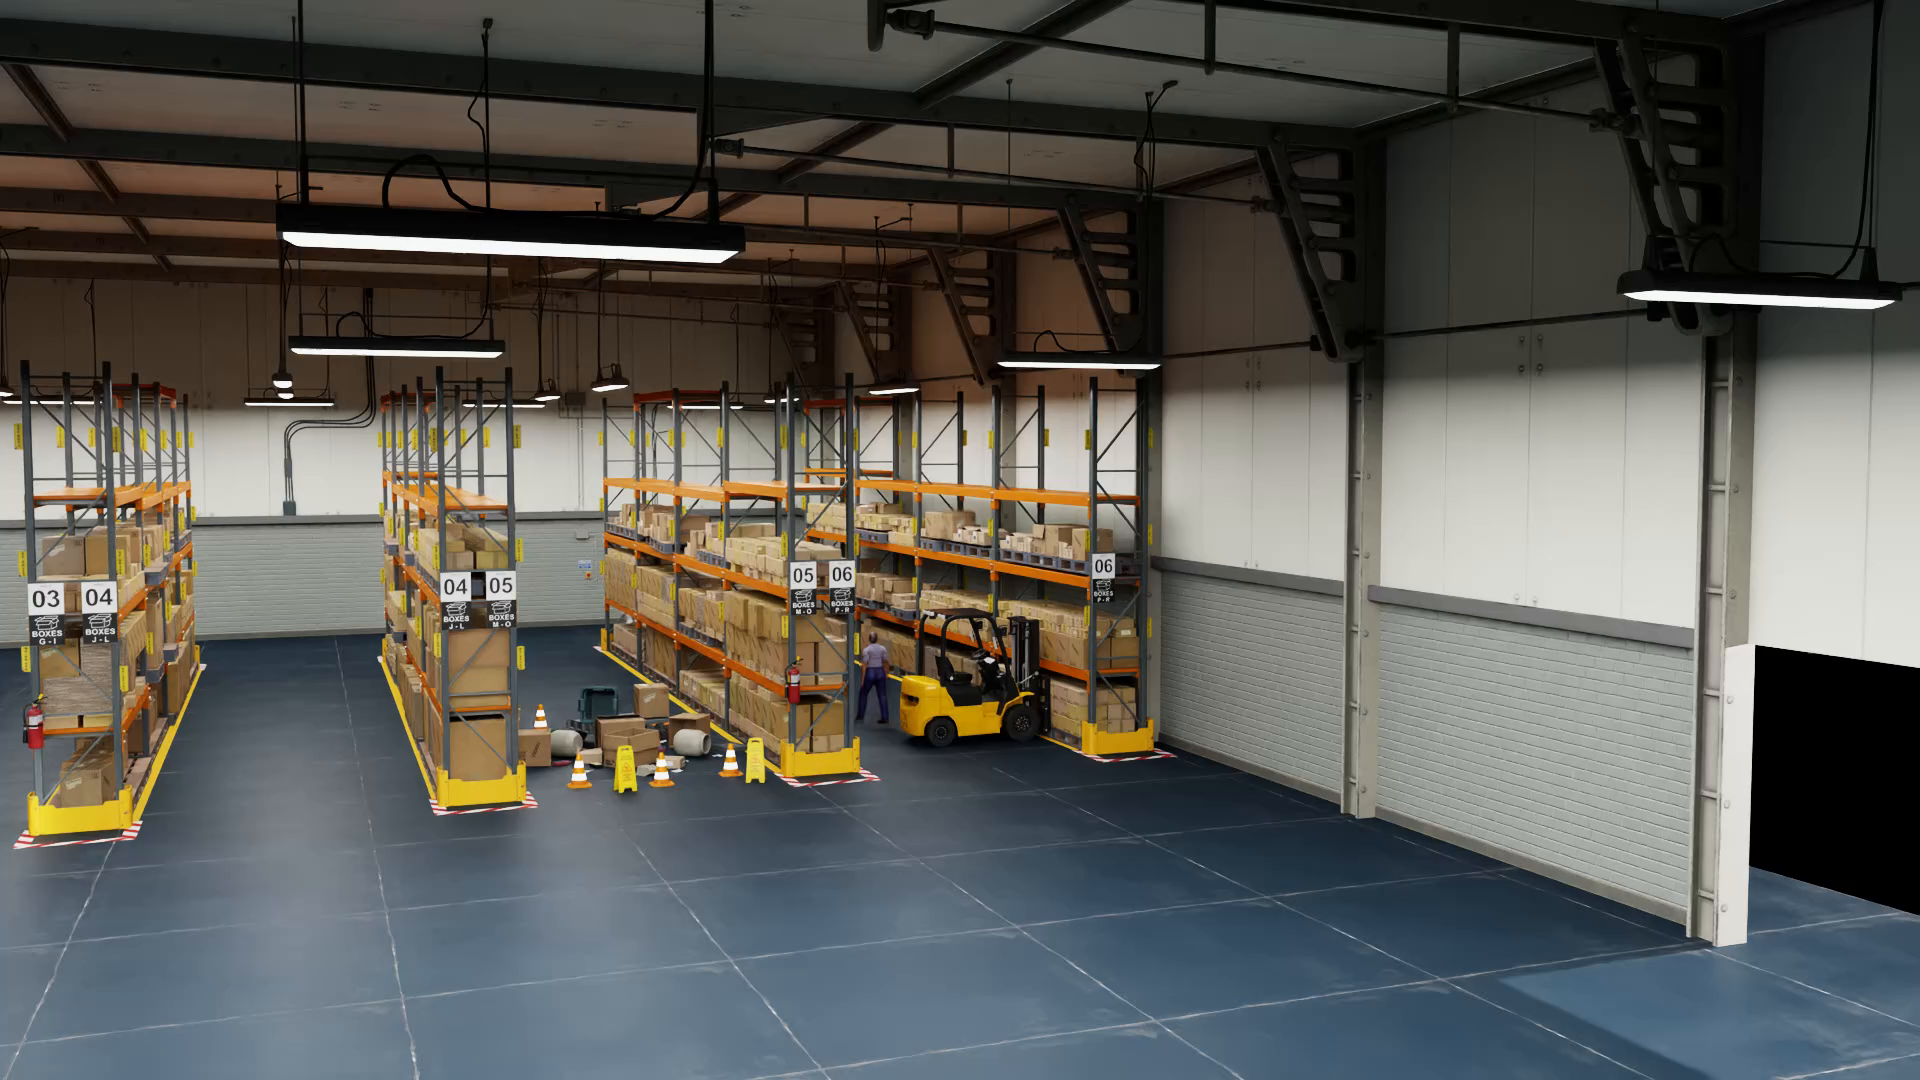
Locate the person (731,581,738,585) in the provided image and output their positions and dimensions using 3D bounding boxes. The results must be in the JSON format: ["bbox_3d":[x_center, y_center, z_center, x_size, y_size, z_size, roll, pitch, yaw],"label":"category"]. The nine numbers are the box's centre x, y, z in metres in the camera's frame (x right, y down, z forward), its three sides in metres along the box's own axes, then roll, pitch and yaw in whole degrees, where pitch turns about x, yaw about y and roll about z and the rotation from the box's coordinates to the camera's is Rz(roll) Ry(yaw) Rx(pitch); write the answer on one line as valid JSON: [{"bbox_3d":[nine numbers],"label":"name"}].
[{"bbox_3d":[-5.535,1.729,40.674,0.637,1.689,0.464,0,3,-7],"label":"person"}]

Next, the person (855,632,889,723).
[{"bbox_3d":[-1.543,2.421,29.390,0.591,1.623,0.797,-2,4,-26],"label":"person"}]

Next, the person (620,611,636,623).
[{"bbox_3d":[-8.571,1.510,43.194,0.573,1.781,0.660,2,4,33],"label":"person"}]
